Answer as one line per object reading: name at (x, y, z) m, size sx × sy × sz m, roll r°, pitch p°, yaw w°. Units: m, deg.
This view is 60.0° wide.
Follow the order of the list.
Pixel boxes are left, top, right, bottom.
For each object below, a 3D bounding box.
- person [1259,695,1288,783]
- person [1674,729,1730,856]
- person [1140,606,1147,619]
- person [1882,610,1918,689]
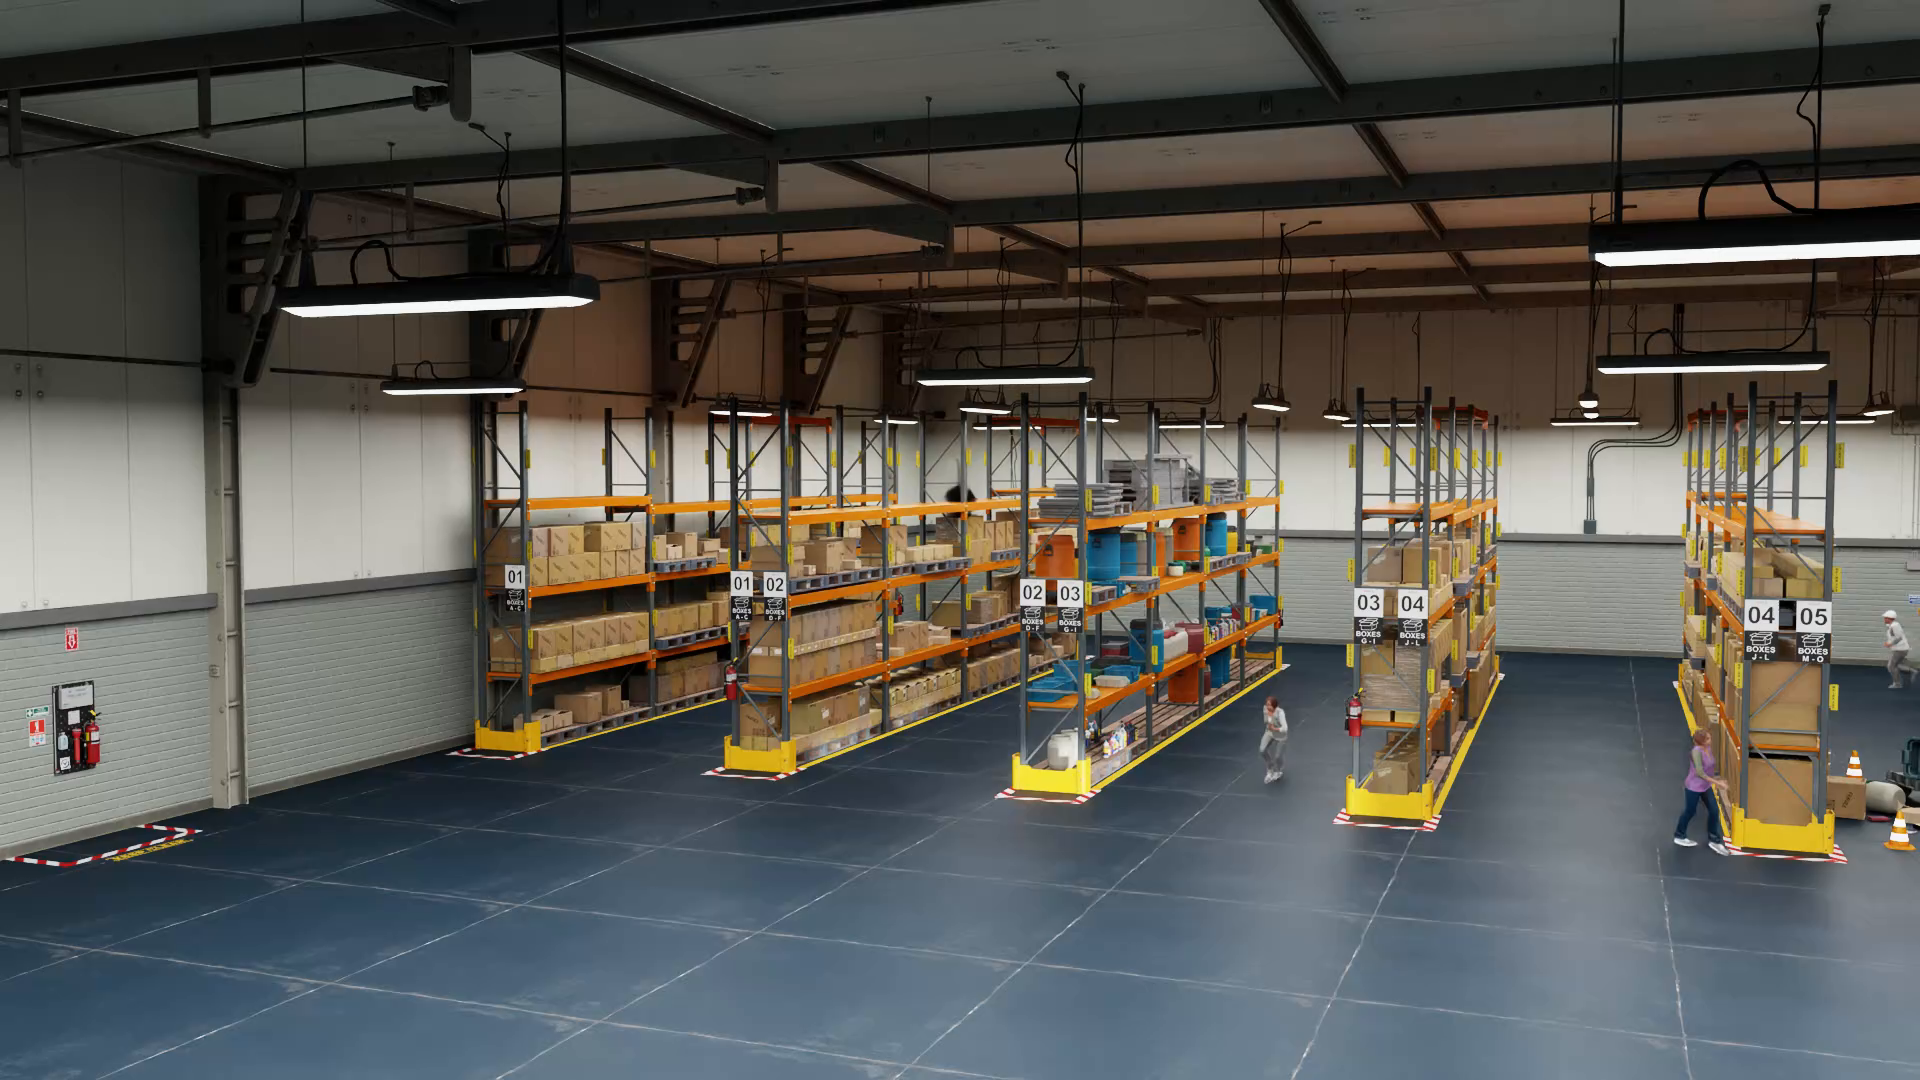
person at (4.869, 3.050, 25.584) m, size 0.502 × 1.352 × 1.035 m, roll 2°, pitch 3°, yaw 30°
person at (9.436, 3.179, 21.142) m, size 0.496 × 1.604 × 0.752 m, roll -2°, pitch 3°, yaw -34°
person at (4.118, 2.339, 36.648) m, size 0.667 × 1.785 × 0.711 m, roll 2°, pitch 3°, yaw 37°
person at (20.473, 2.395, 36.220) m, size 0.733 × 1.709 × 0.630 m, roll 1°, pitch 3°, yaw 23°
